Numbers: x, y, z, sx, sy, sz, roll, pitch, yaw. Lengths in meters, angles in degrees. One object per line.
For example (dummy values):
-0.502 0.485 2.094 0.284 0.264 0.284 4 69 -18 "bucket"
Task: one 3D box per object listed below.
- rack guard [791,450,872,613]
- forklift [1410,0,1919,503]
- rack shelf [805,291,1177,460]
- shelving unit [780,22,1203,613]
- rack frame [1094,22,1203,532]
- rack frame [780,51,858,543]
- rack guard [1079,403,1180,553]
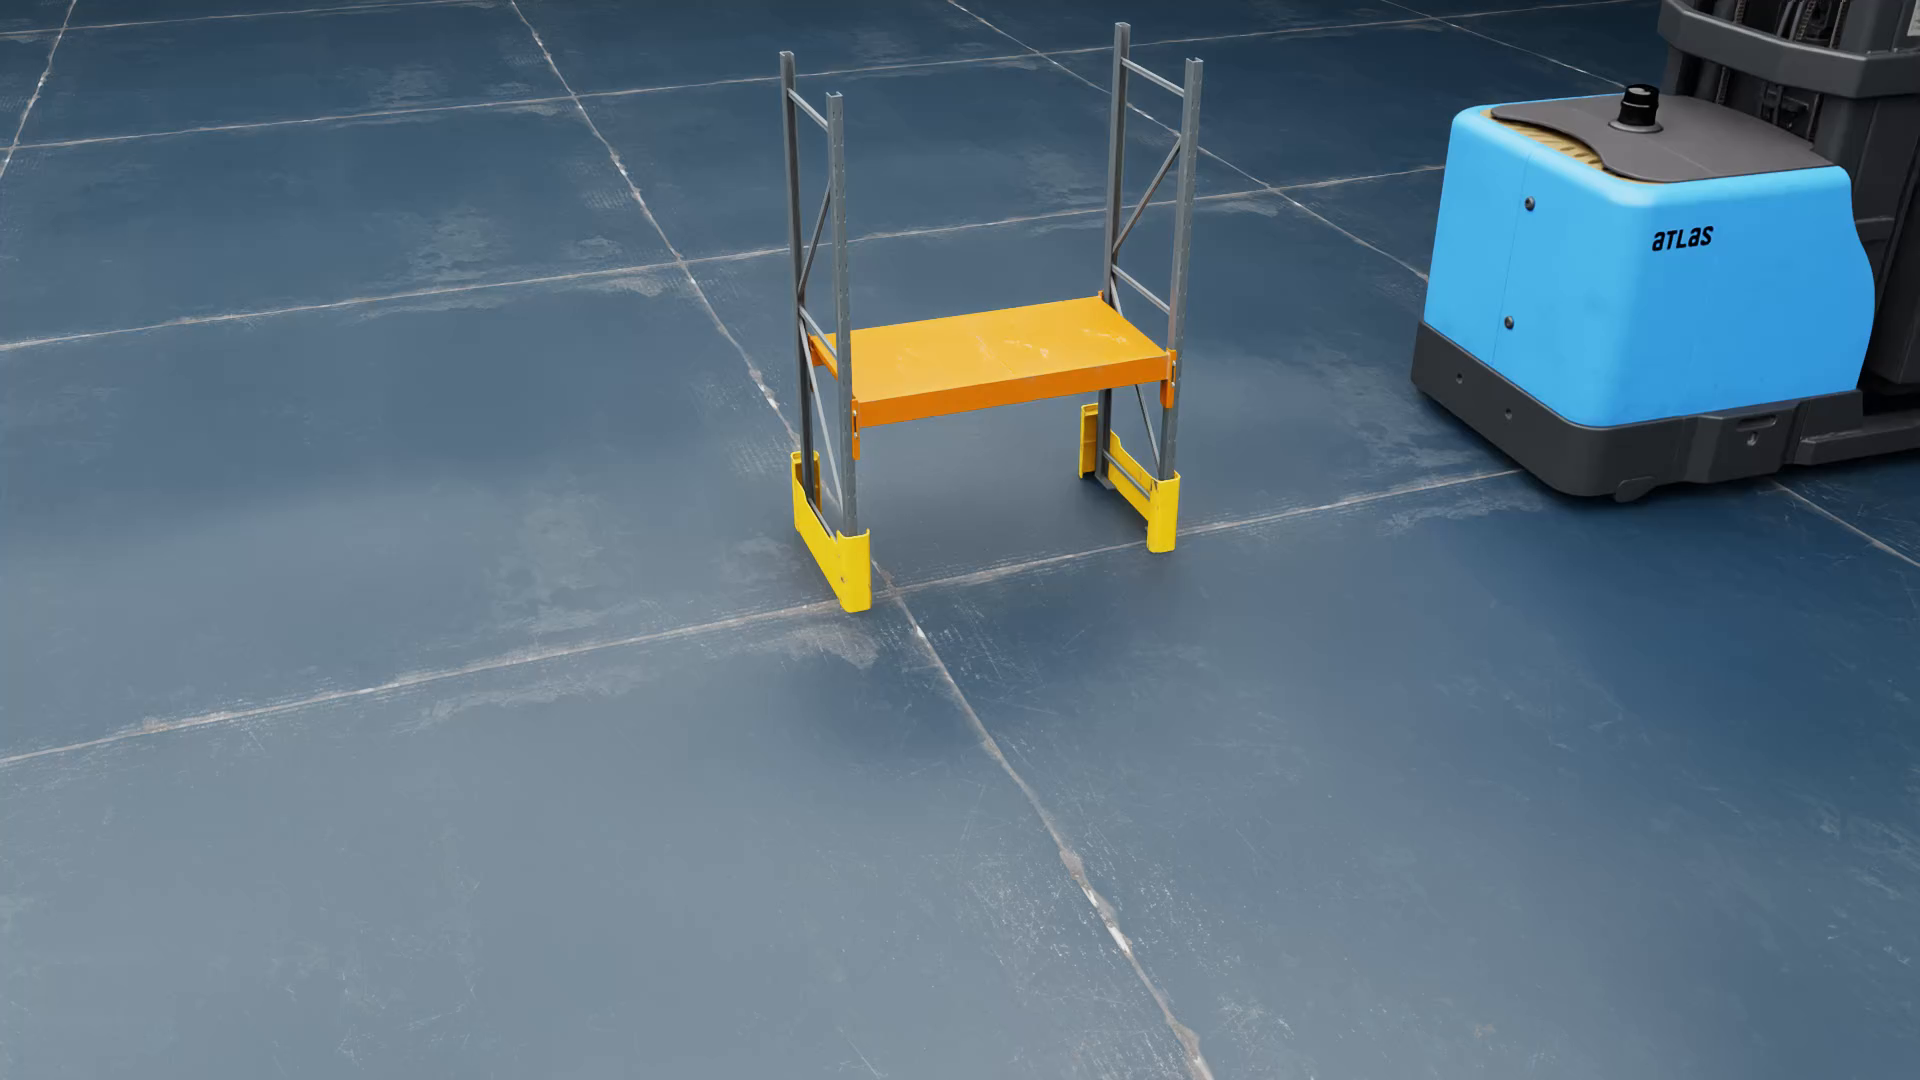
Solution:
-0.395 -0.036 5.060 0.087 0.250 0.587 -10 31 -18 "rack guard"
3.239 -1.807 5.461 3.031 2.935 1.130 -9 31 -15 "forklift"
0.080 -0.510 4.994 1.000 0.185 0.538 -10 31 -18 "rack shelf"
0.071 -0.665 4.902 1.083 1.500 0.587 -10 31 -18 "shelving unit"
0.556 -0.754 5.059 0.032 1.500 0.500 -10 31 -18 "rack frame"
-0.396 -0.579 4.751 0.032 1.500 0.500 -10 31 -18 "rack frame"
0.538 -0.208 5.362 0.087 0.250 0.587 -10 31 -18 "rack guard"
